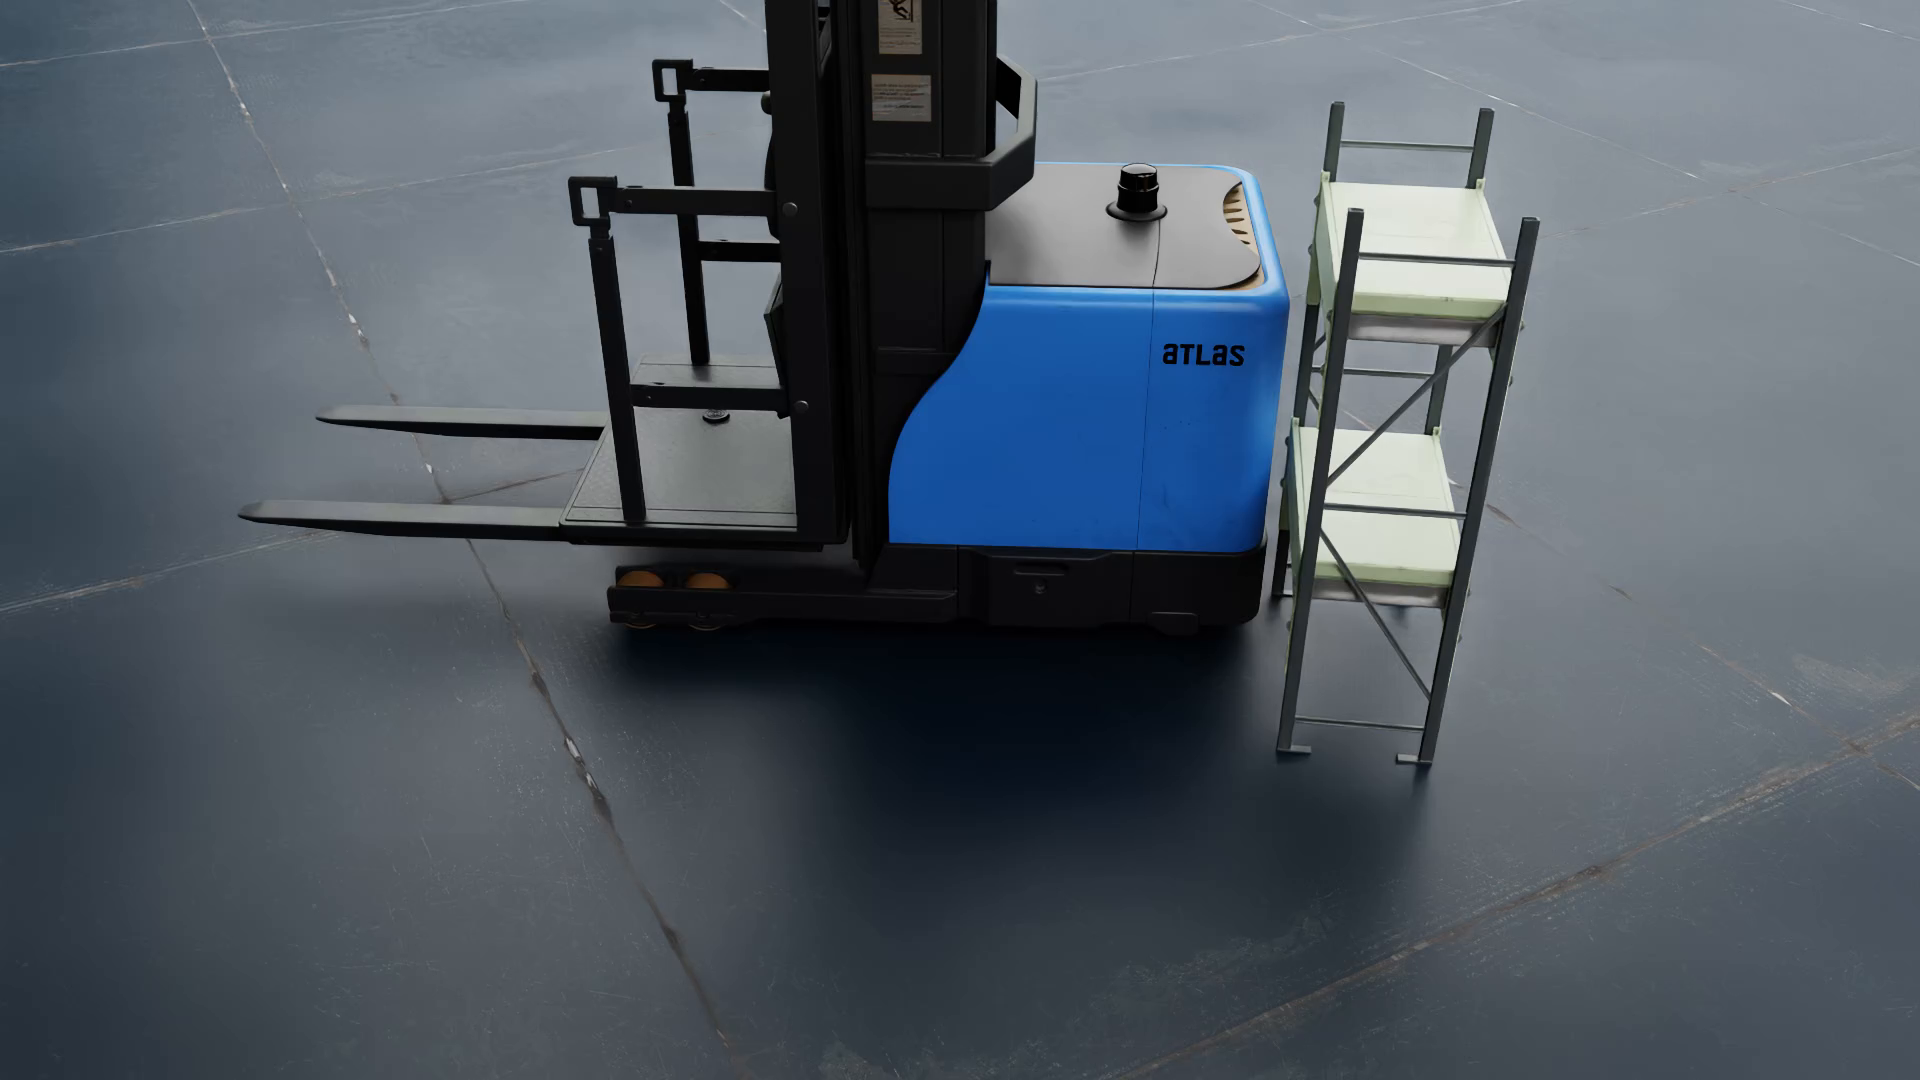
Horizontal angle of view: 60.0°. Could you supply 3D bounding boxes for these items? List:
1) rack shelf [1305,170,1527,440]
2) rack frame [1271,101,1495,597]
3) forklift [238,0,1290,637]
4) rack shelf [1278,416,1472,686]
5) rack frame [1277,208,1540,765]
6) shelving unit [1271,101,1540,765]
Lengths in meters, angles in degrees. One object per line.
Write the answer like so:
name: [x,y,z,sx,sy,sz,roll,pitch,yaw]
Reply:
rack shelf: [1.084,-0.590,4.057,0.431,0.370,0.720,4,33,7]
rack frame: [1.134,-0.457,4.573,0.400,1.500,0.023,4,33,7]
forklift: [-0.623,-1.253,4.489,3.031,2.935,1.130,2,33,3]
rack shelf: [1.084,0.013,4.443,0.431,0.370,0.720,4,33,7]
rack frame: [1.034,-0.066,3.962,0.400,1.500,0.023,4,33,7]
shelving unit: [1.084,-0.261,4.268,0.431,1.500,0.755,4,33,7]
